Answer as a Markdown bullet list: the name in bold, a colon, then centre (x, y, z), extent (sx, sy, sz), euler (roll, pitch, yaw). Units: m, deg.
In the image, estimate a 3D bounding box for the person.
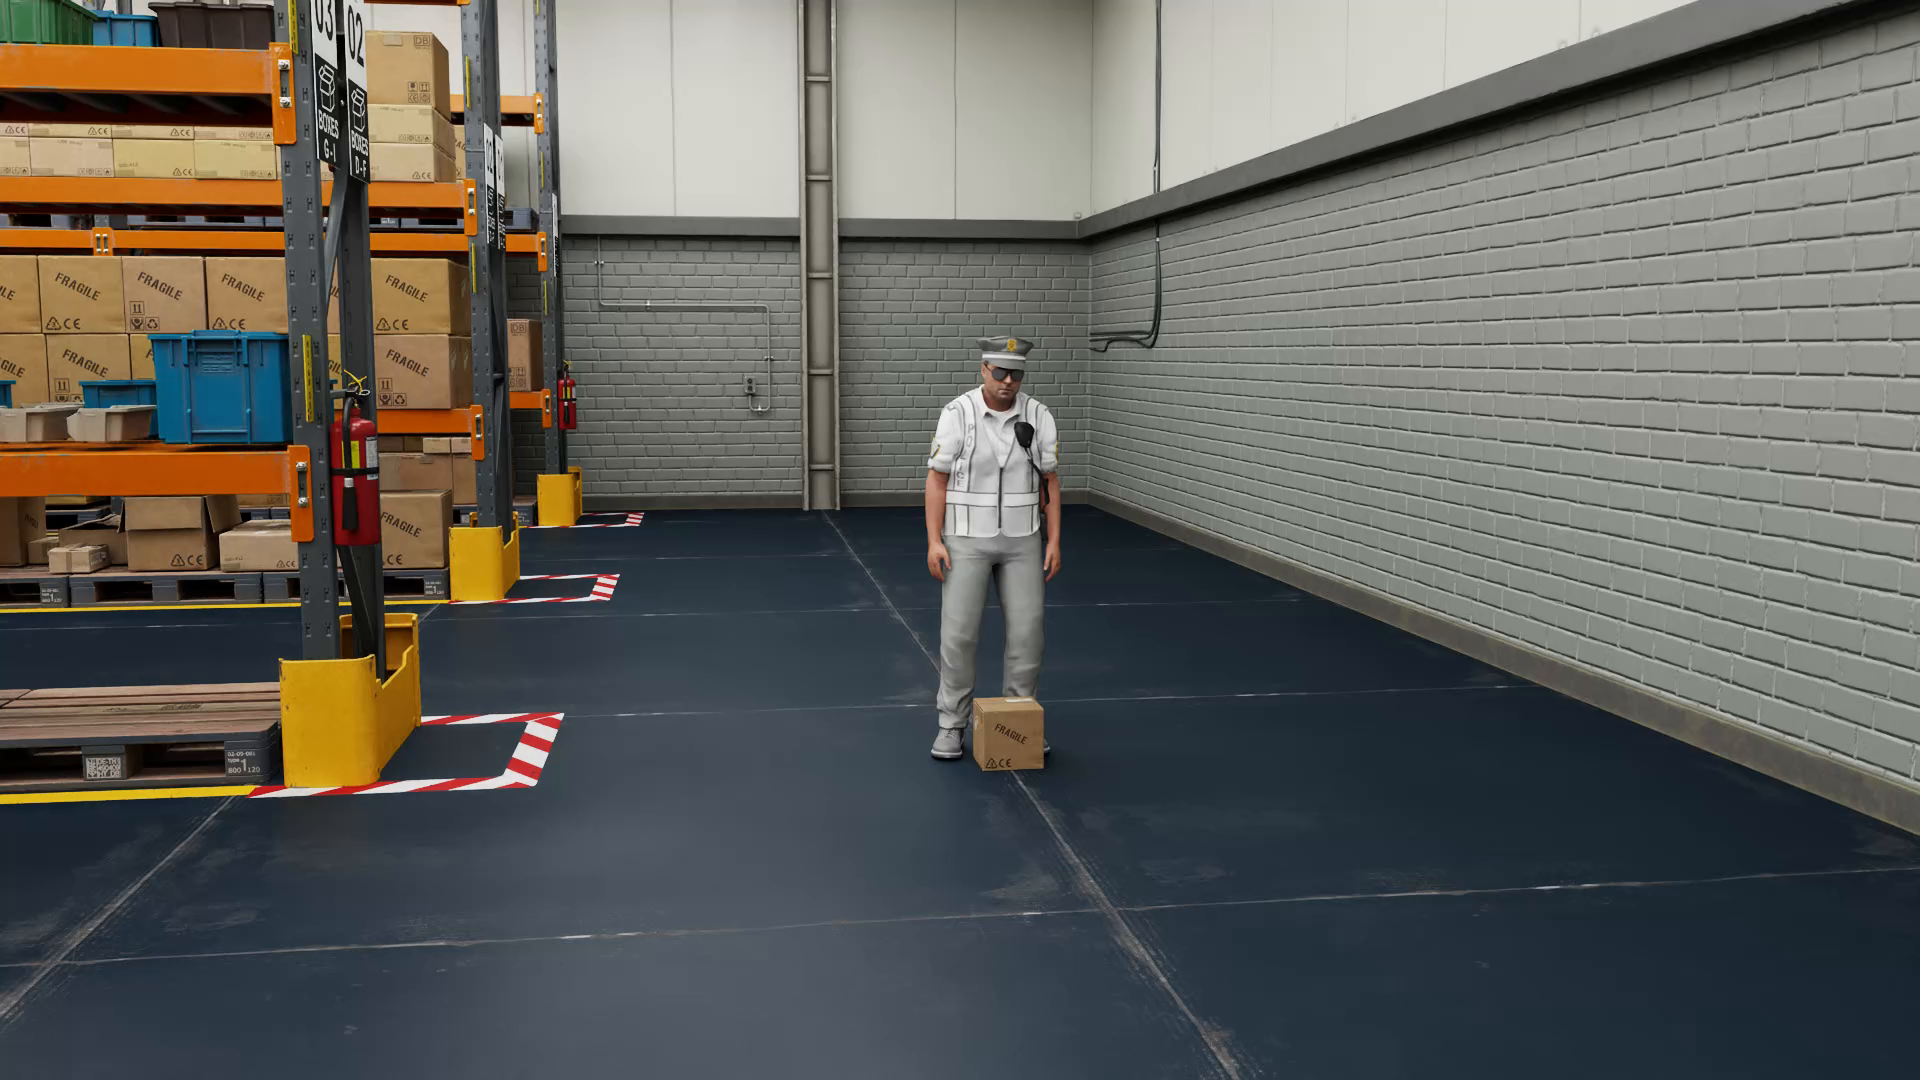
- **person**: centre (0.144, 0.019, 7.015), extent (0.589, 1.747, 0.443), euler (-1, 7, -12)
